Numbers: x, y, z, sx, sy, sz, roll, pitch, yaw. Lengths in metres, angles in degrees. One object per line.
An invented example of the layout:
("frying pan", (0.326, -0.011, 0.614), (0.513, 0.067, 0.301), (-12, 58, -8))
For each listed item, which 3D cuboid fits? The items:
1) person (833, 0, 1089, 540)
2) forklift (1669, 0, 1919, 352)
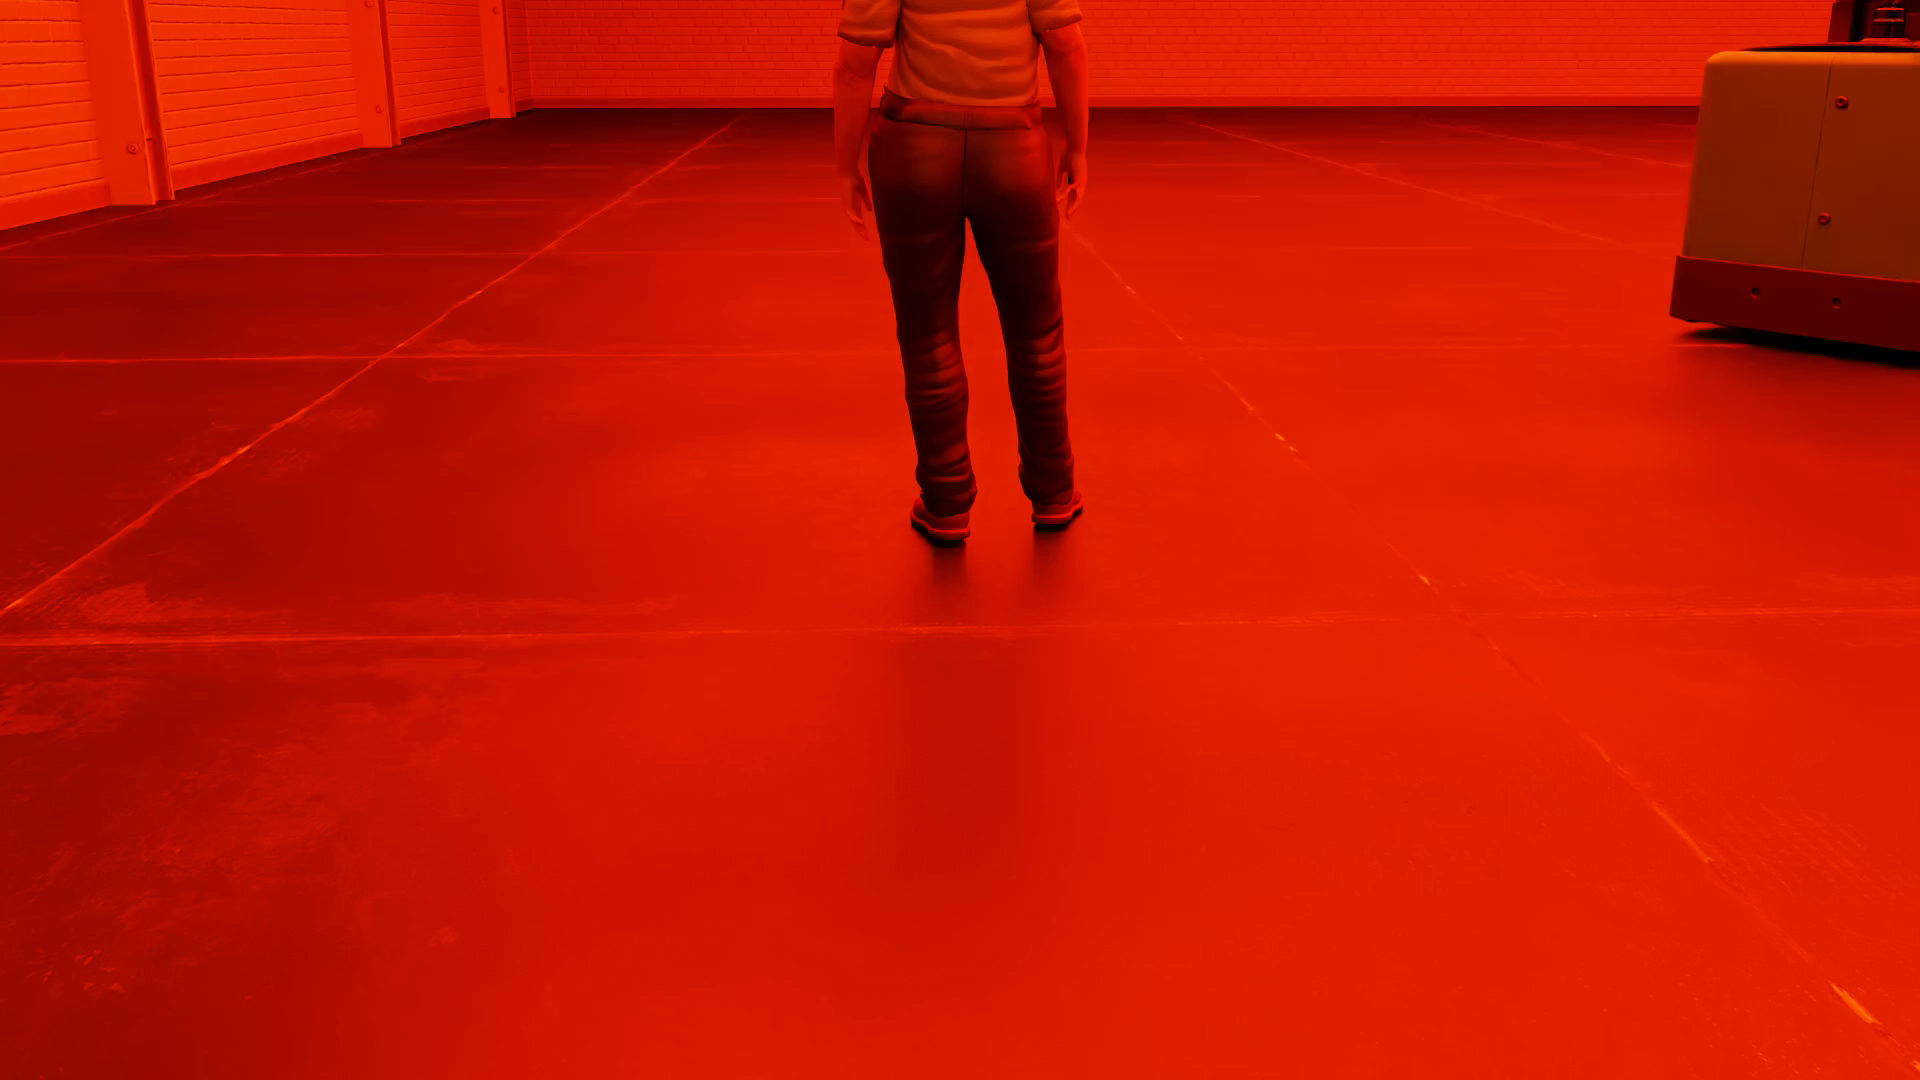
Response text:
("person", (0.019, -0.821, 3.762), (0.598, 1.651, 0.502), (-1, 17, -3))
("forklift", (4.275, -2.364, 6.636), (3.031, 2.935, 1.130), (-13, 21, -36))
